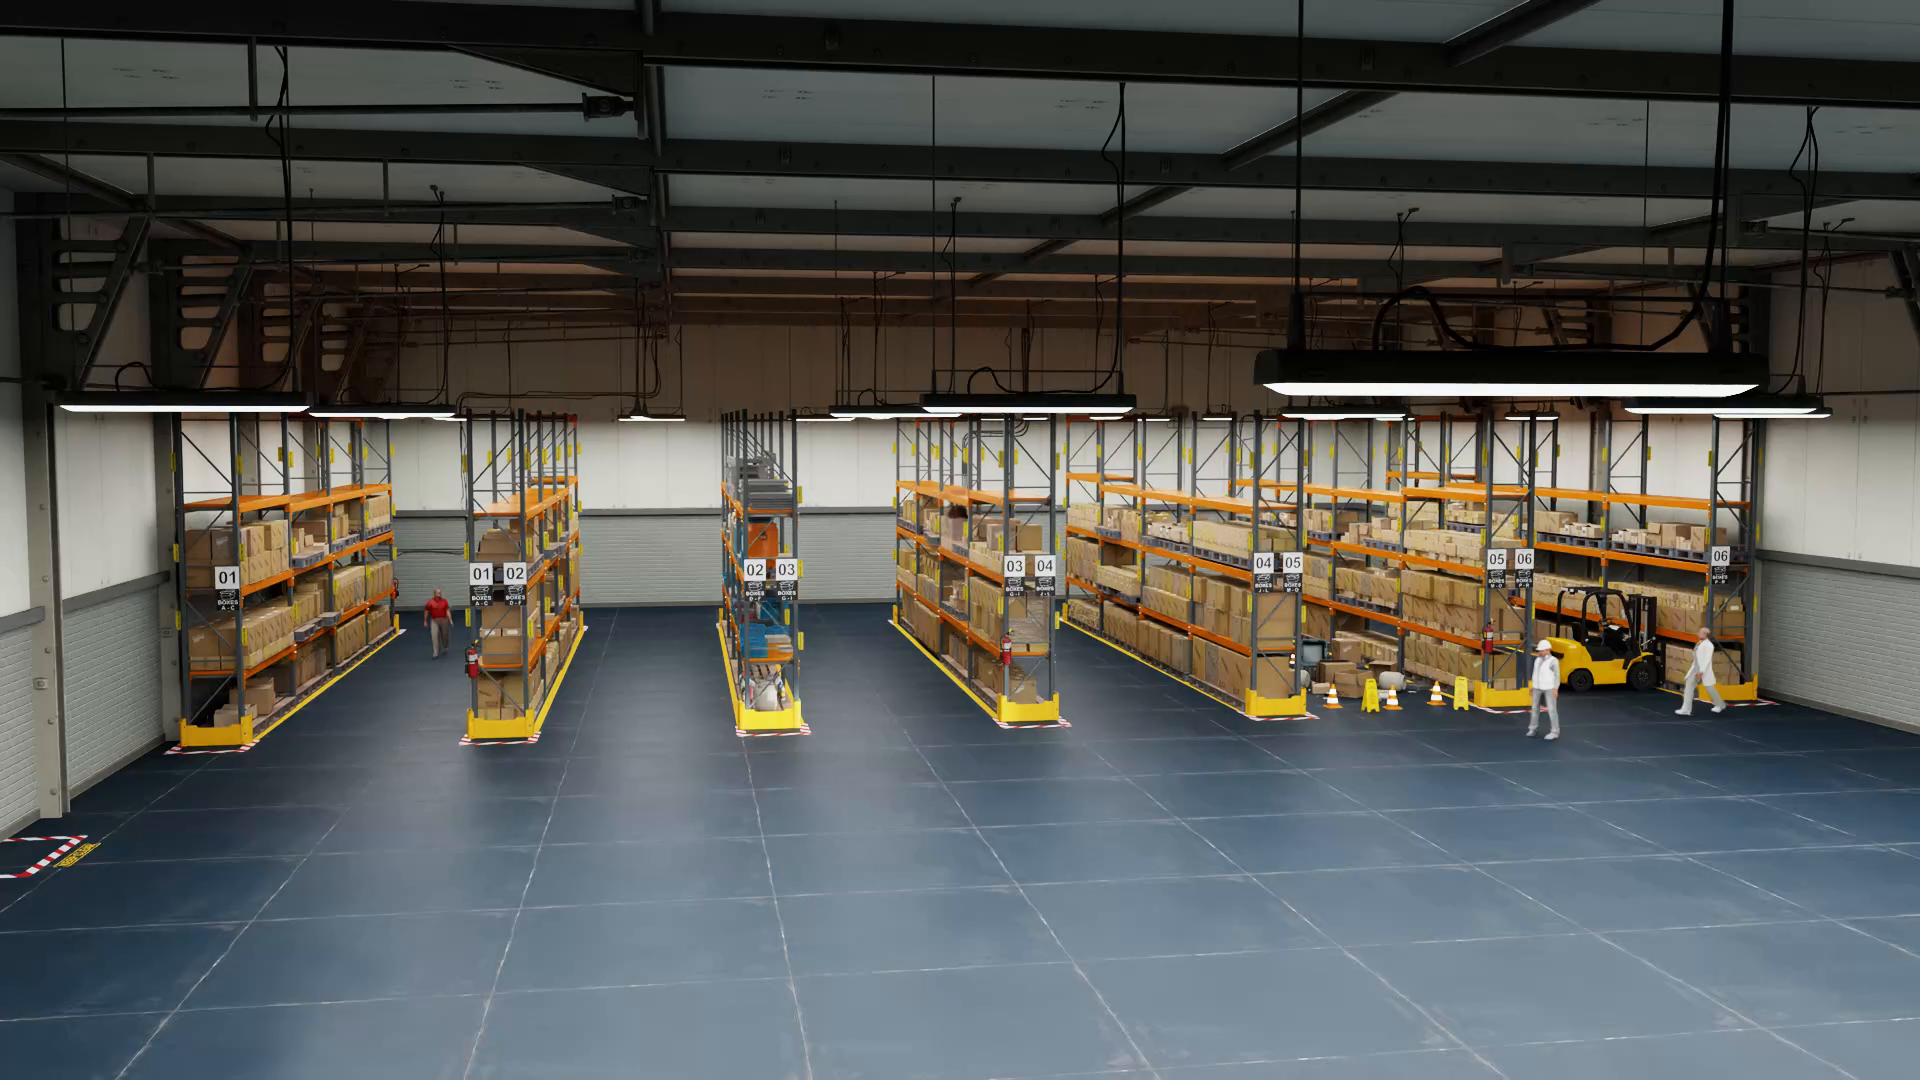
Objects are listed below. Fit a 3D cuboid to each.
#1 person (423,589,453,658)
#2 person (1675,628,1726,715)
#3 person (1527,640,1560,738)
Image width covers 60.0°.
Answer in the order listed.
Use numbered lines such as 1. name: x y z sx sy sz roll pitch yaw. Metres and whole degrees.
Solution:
1. person: -12.859 2.032 40.948 0.709 1.674 1.072 -1 4 -13
2. person: 14.564 2.578 32.623 1.162 1.728 0.535 -2 5 -32
3. person: 10.646 2.714 30.387 0.448 1.770 0.590 -3 5 -40
